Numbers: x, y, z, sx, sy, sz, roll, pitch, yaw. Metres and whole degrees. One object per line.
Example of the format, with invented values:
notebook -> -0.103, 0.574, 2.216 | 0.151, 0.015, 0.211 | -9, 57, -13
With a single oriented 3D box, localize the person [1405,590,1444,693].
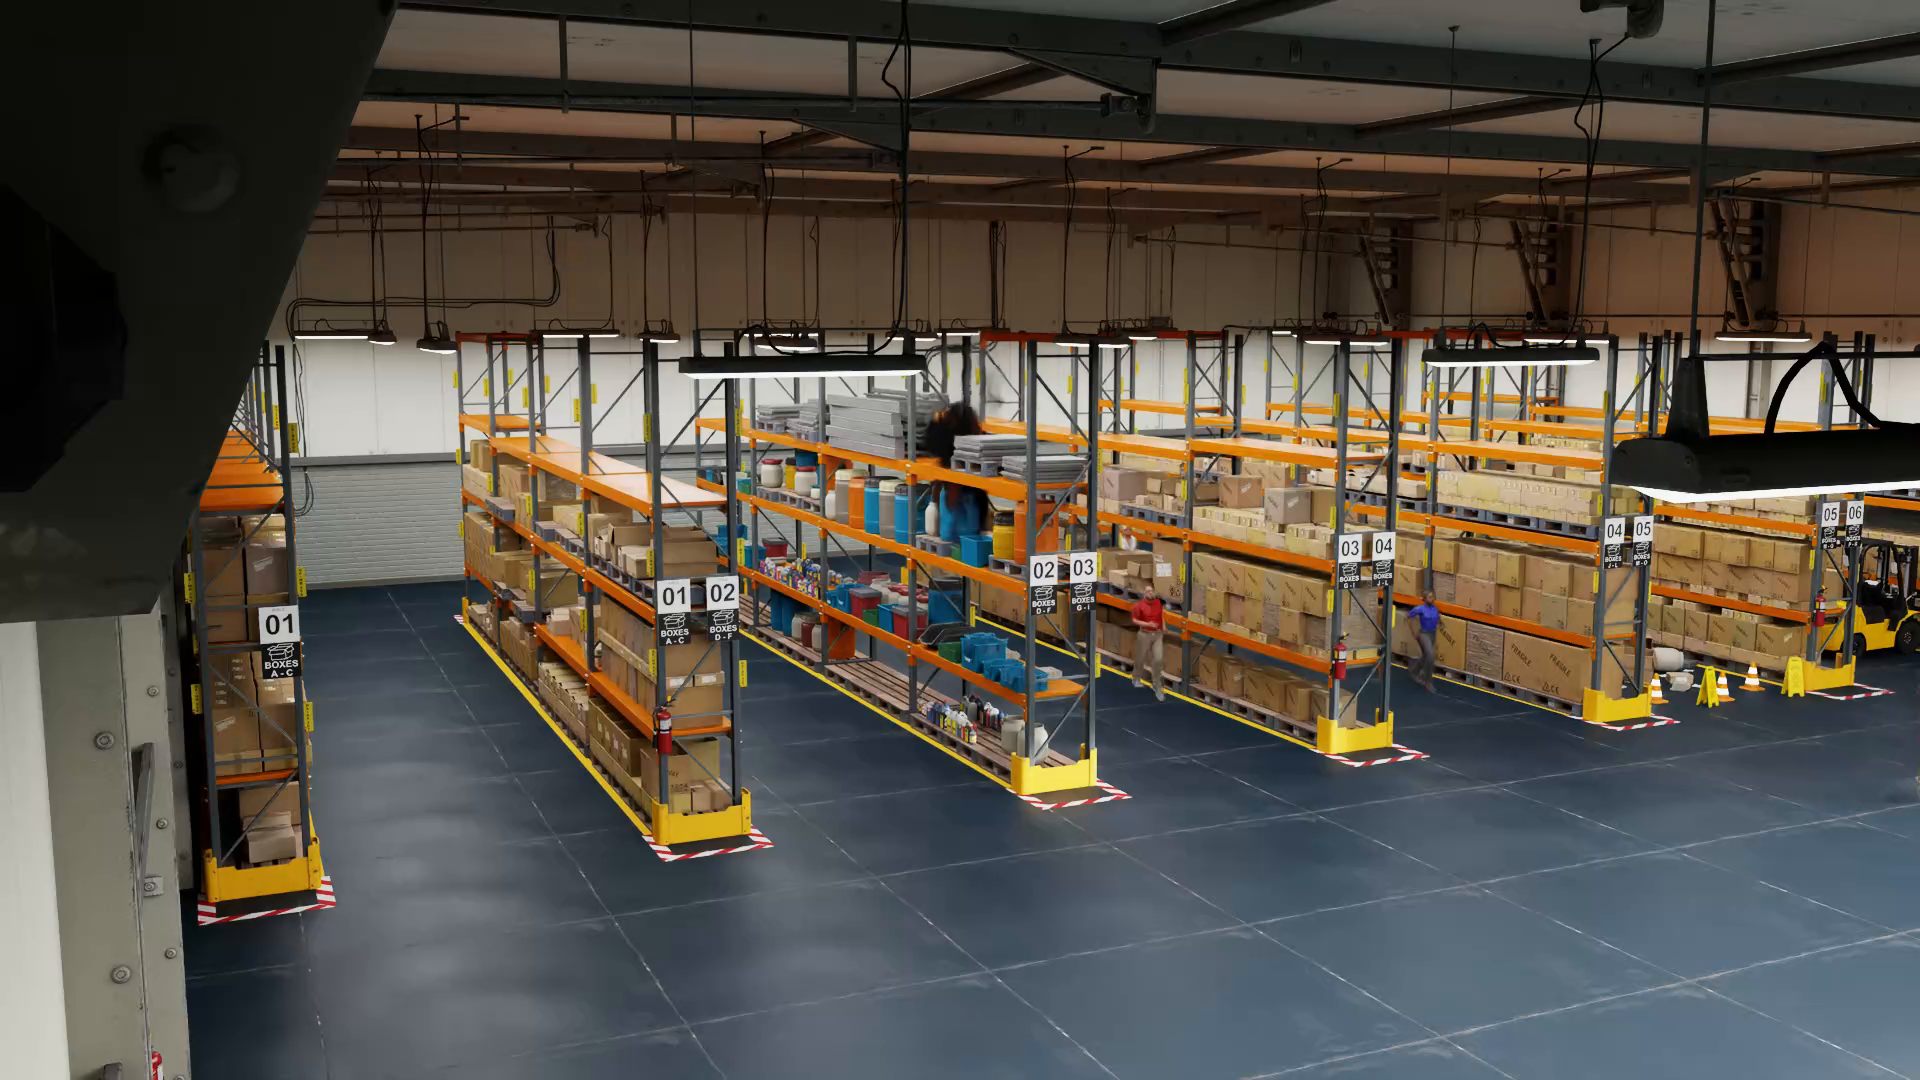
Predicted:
person -> 7.928, 1.708, 28.298 | 0.546, 1.719, 0.770 | -5, 9, -33

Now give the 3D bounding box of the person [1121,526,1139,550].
person -> 3.677, 0.514, 36.820 | 0.655, 1.760, 0.659 | -3, 8, -22

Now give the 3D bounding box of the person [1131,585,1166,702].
person -> 3.066, 1.640, 26.806 | 0.670, 1.852, 0.754 | -3, 8, -21
